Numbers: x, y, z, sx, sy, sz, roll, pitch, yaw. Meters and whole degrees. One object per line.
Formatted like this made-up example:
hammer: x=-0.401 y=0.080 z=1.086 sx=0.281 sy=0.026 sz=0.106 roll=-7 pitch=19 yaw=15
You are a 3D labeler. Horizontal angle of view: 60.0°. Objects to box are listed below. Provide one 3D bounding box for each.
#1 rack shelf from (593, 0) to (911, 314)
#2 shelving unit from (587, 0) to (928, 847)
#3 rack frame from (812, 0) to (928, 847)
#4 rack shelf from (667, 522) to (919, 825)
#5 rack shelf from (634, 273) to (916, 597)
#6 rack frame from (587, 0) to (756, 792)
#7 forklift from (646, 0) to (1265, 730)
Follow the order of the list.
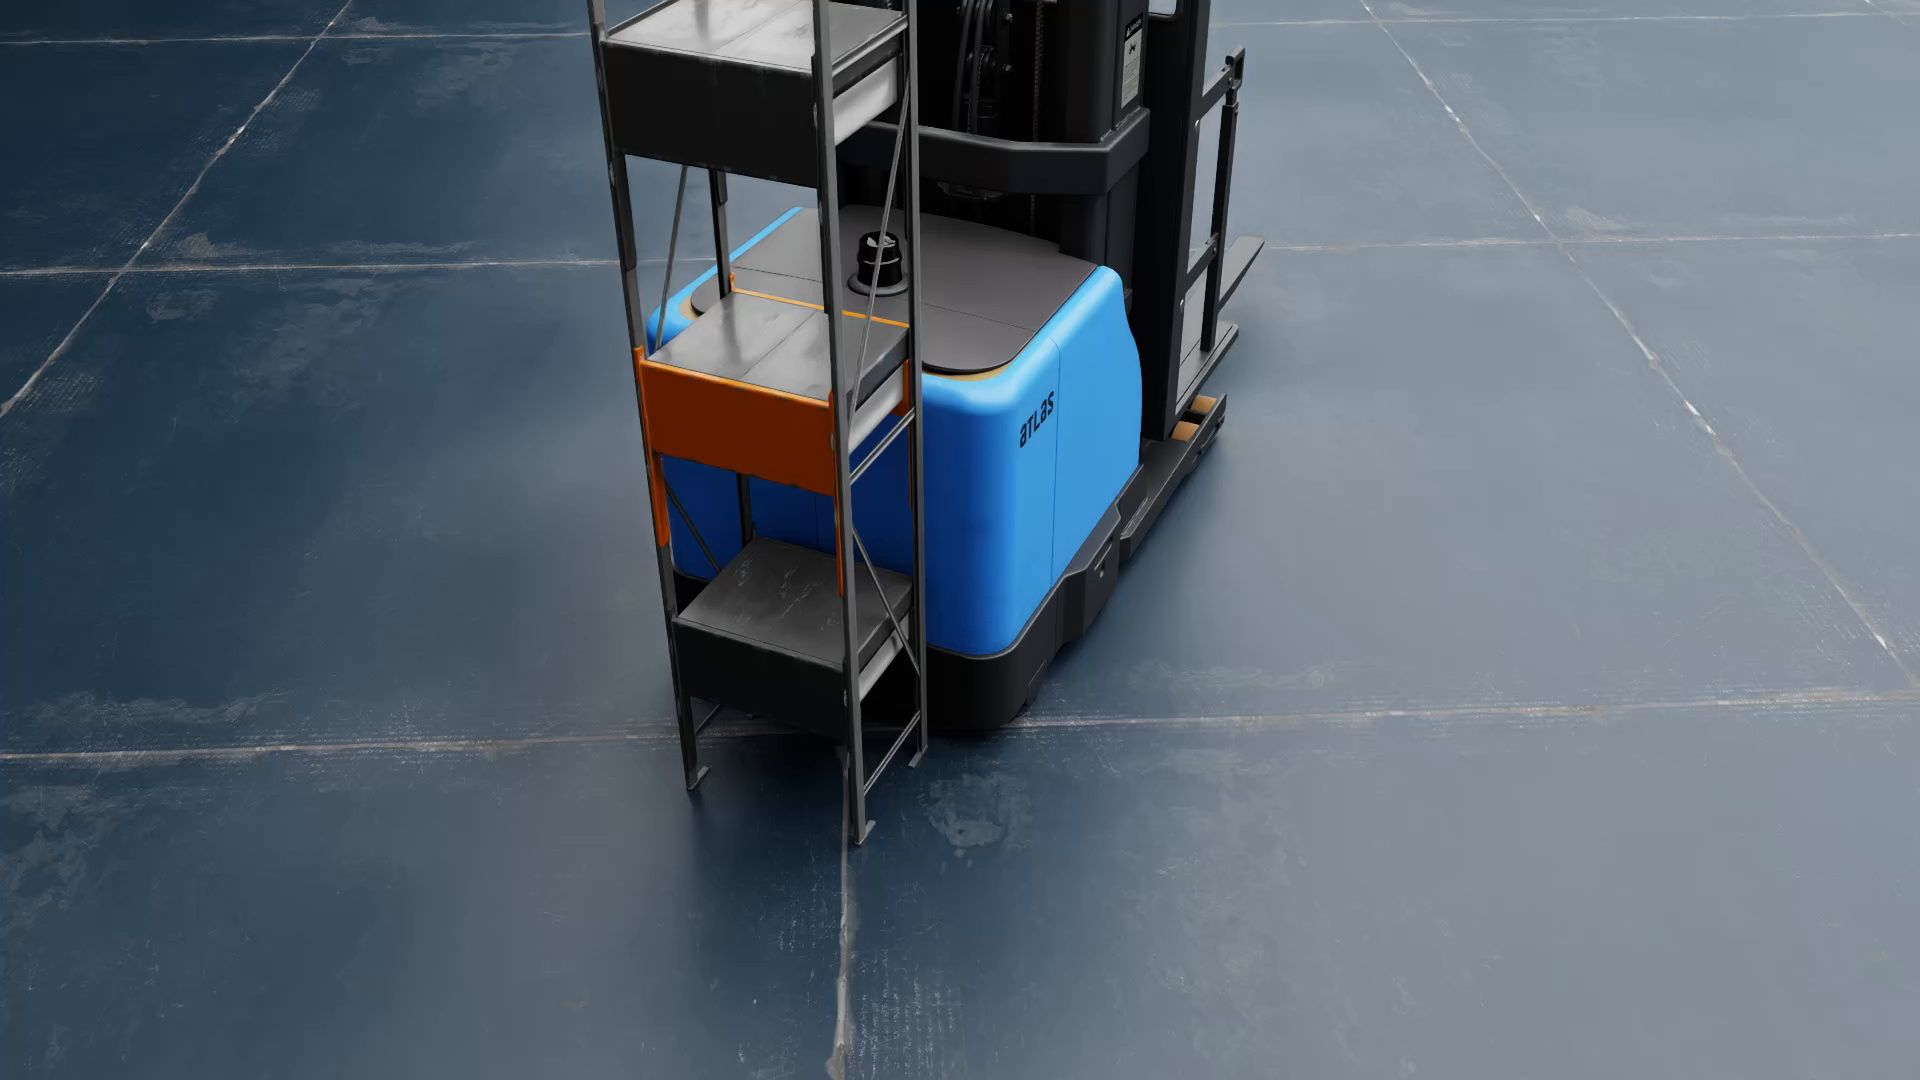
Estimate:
rack shelf: x=-0.398 y=-0.824 z=3.389 sx=0.480 sy=0.518 sz=0.431 roll=14 pitch=37 yaw=20
shelving unit: x=-0.398 y=-0.259 z=3.780 sx=0.503 sy=2.100 sz=0.431 roll=14 pitch=37 yaw=20
rack frame: x=-0.175 y=-0.203 z=3.698 sx=0.015 sy=2.100 sz=0.400 roll=14 pitch=37 yaw=20
rack shelf: x=-0.398 y=0.327 z=4.186 sx=0.480 sy=0.518 sz=0.431 roll=14 pitch=37 yaw=20
rack shelf: x=-0.398 y=-0.248 z=3.787 sx=0.480 sy=0.518 sz=0.431 roll=14 pitch=37 yaw=20
rack frame: x=-0.621 y=-0.316 z=3.861 sx=0.015 sy=2.100 sz=0.400 roll=14 pitch=37 yaw=20
forklift: x=0.265 y=-1.531 z=4.886 sx=1.130 sy=2.935 sz=3.031 roll=15 pitch=37 yaw=20
